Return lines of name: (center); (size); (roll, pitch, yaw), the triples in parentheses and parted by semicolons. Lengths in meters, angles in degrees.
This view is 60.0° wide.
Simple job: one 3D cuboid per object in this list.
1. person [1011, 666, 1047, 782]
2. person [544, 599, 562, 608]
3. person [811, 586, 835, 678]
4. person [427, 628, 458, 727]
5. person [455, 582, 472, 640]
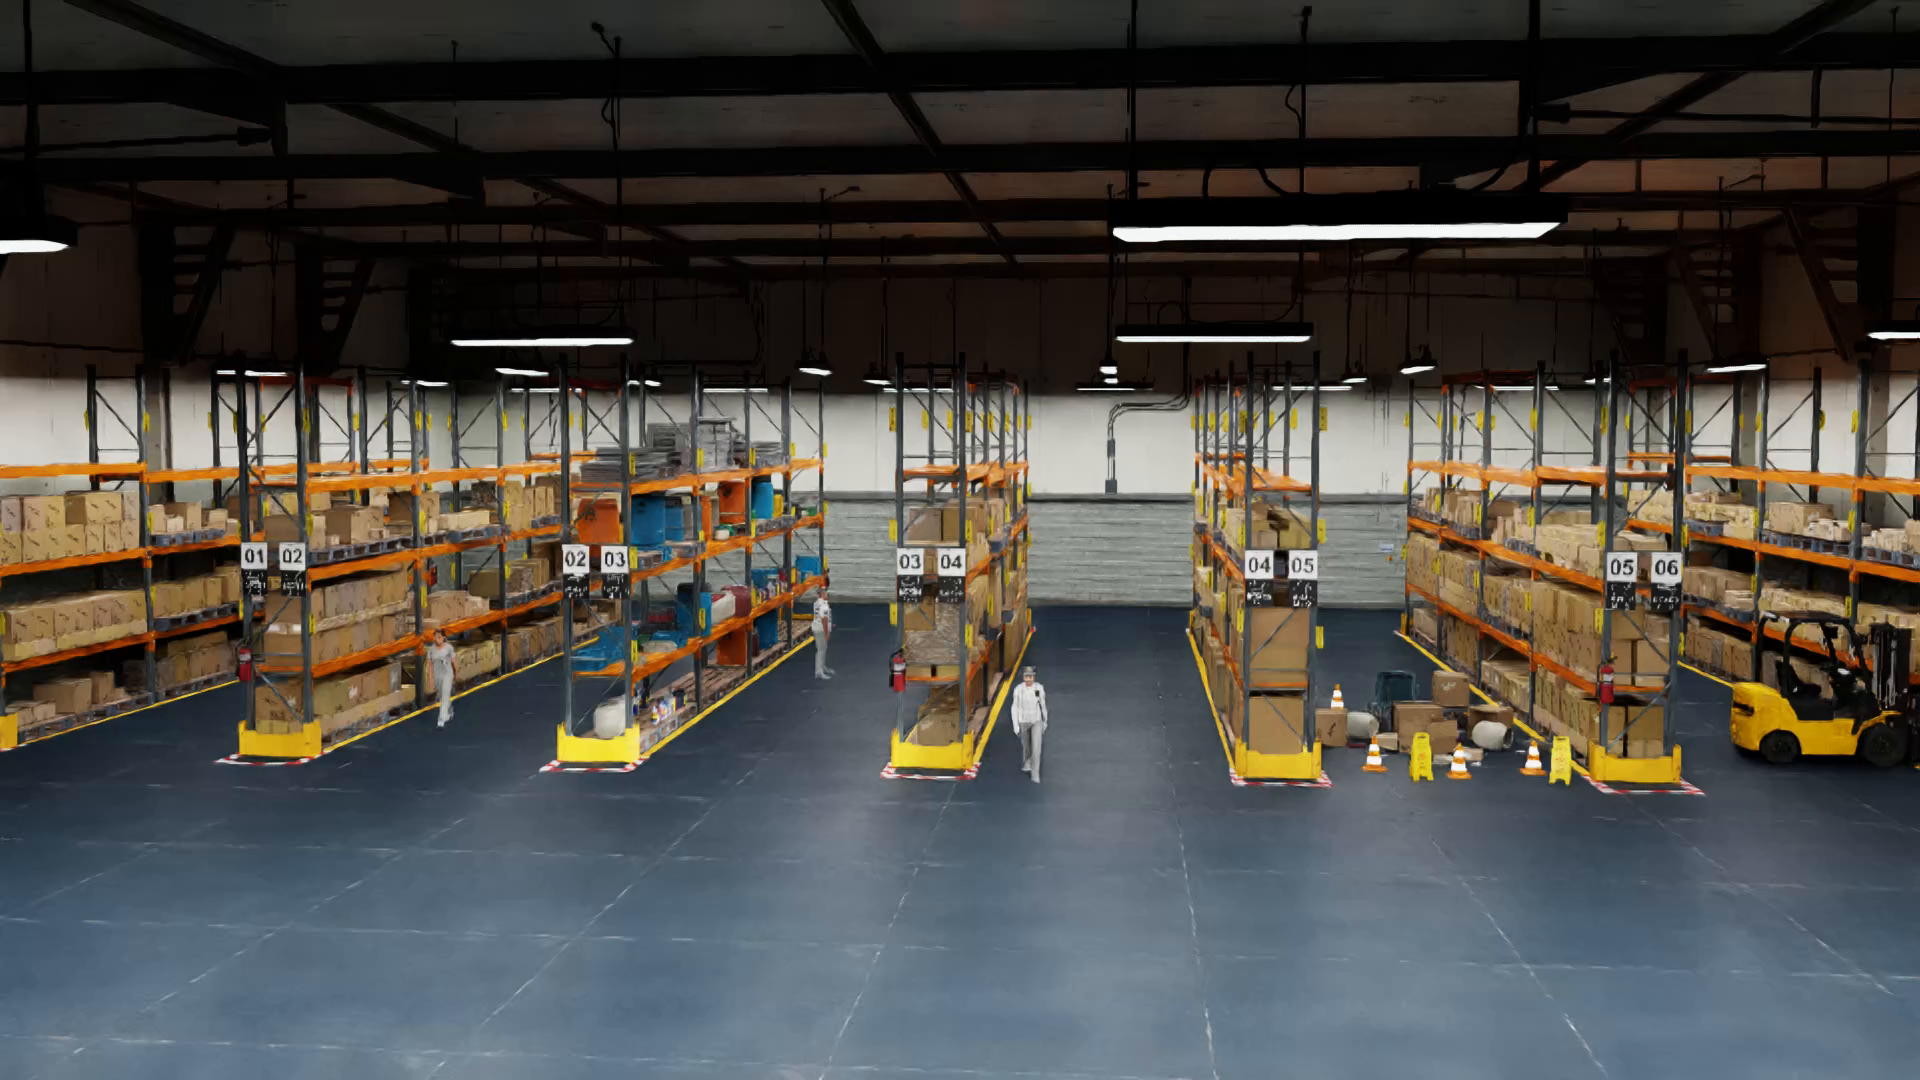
person: (0.965, 2.533, 23.301); (0.495, 1.589, 1.086); (1, 4, 8)
person: (-10.770, 0.949, 44.502); (0.463, 1.761, 0.720); (3, 5, 40)
person: (-2.662, 1.792, 32.618); (0.492, 1.767, 0.625); (-1, 4, -18)
person: (-8.555, 2.238, 27.398); (0.449, 1.586, 1.099); (0, 4, 3)
person: (-10.771, 1.675, 36.196); (0.566, 1.526, 0.519); (0, 4, 3)
